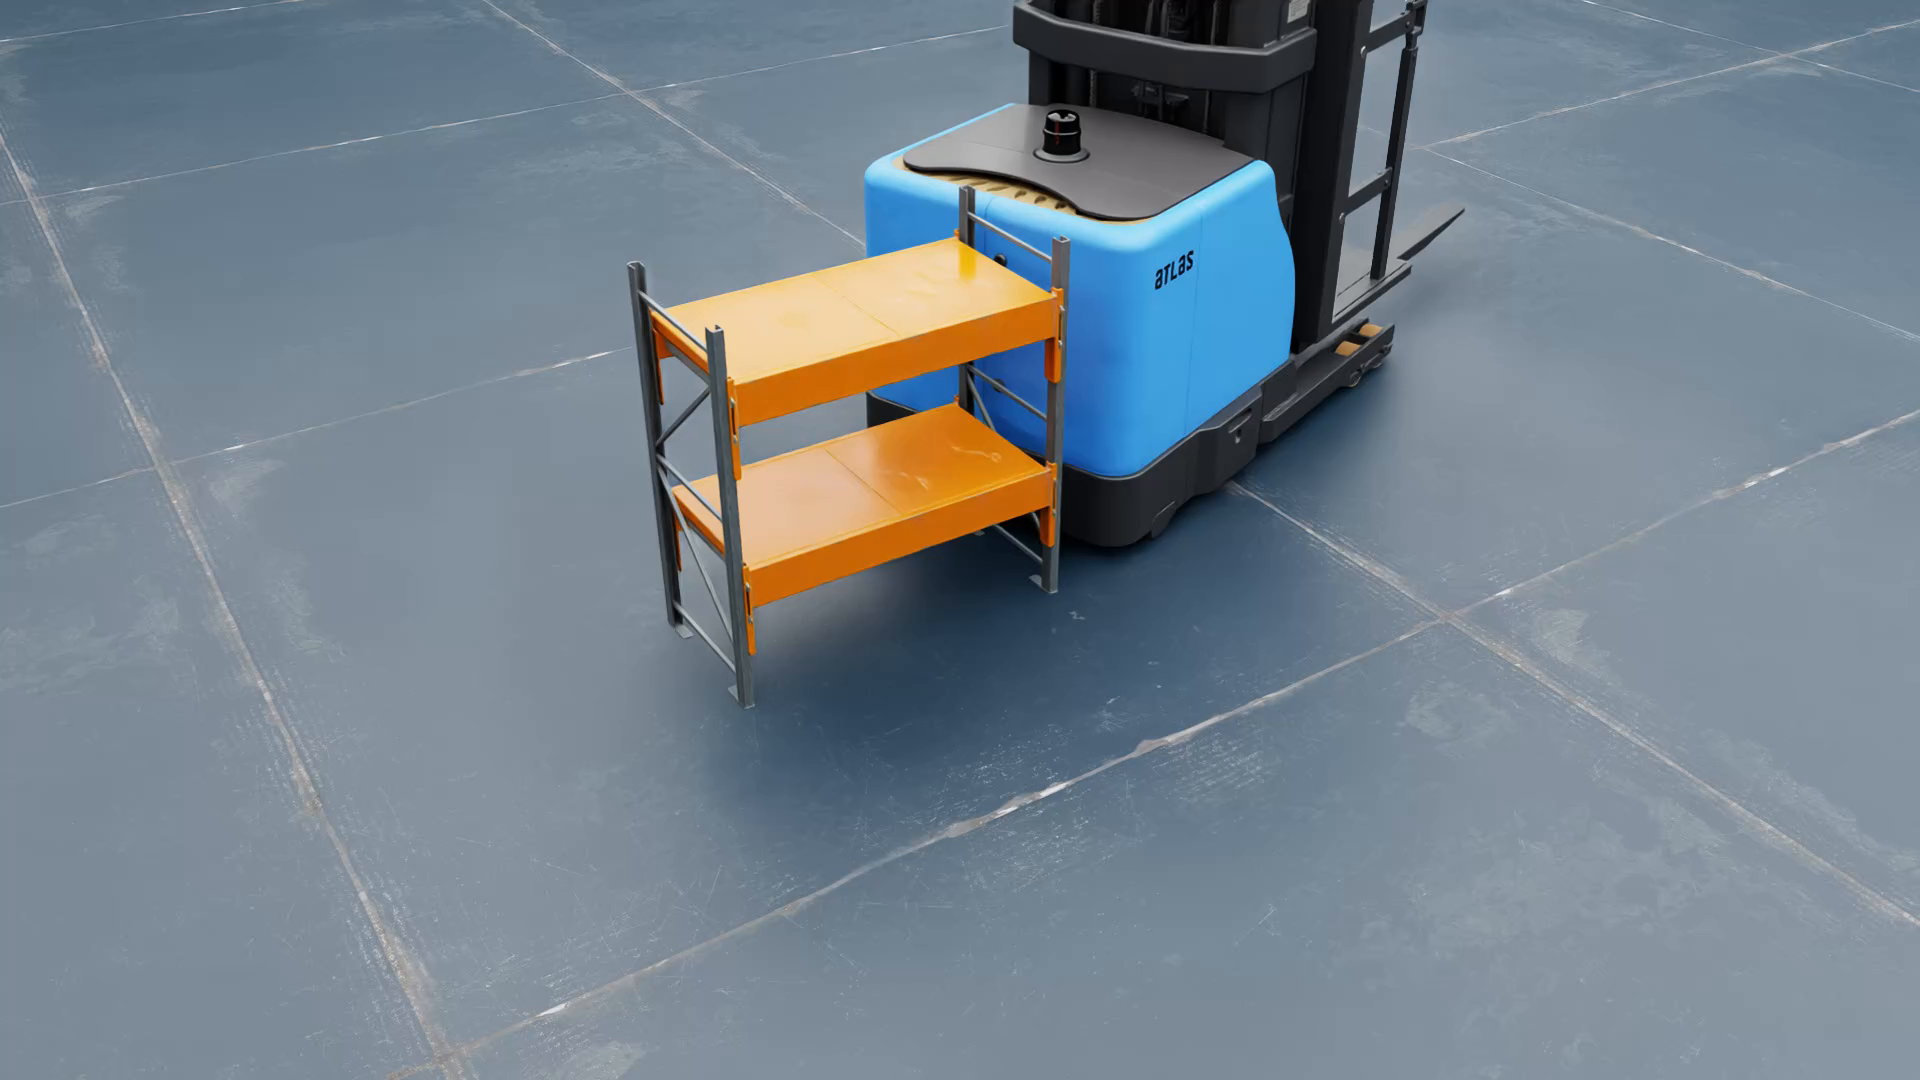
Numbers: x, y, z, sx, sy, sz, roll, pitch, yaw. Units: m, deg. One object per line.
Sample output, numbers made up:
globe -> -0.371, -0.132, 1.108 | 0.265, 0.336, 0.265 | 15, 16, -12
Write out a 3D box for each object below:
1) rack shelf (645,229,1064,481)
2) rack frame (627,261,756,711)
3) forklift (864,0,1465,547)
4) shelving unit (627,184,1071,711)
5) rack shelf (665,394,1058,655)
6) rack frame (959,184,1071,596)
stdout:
rack shelf -> -0.281, -0.524, 4.478 | 1.000, 0.278, 0.538 | -19, 37, -28
rack frame -> -0.707, -0.128, 4.399 | 0.032, 1.125, 0.500 | -19, 37, -28
forklift -> 0.979, -1.946, 5.588 | 1.130, 2.935, 3.031 | 22, 38, 31
shelving unit -> -0.281, -0.277, 4.634 | 1.048, 1.125, 0.538 | -19, 37, -28
rack shelf -> -0.281, -0.070, 4.765 | 1.000, 0.278, 0.538 | -19, 37, -28
rack frame -> 0.145, -0.425, 4.869 | 0.032, 1.125, 0.500 | -19, 37, -28
